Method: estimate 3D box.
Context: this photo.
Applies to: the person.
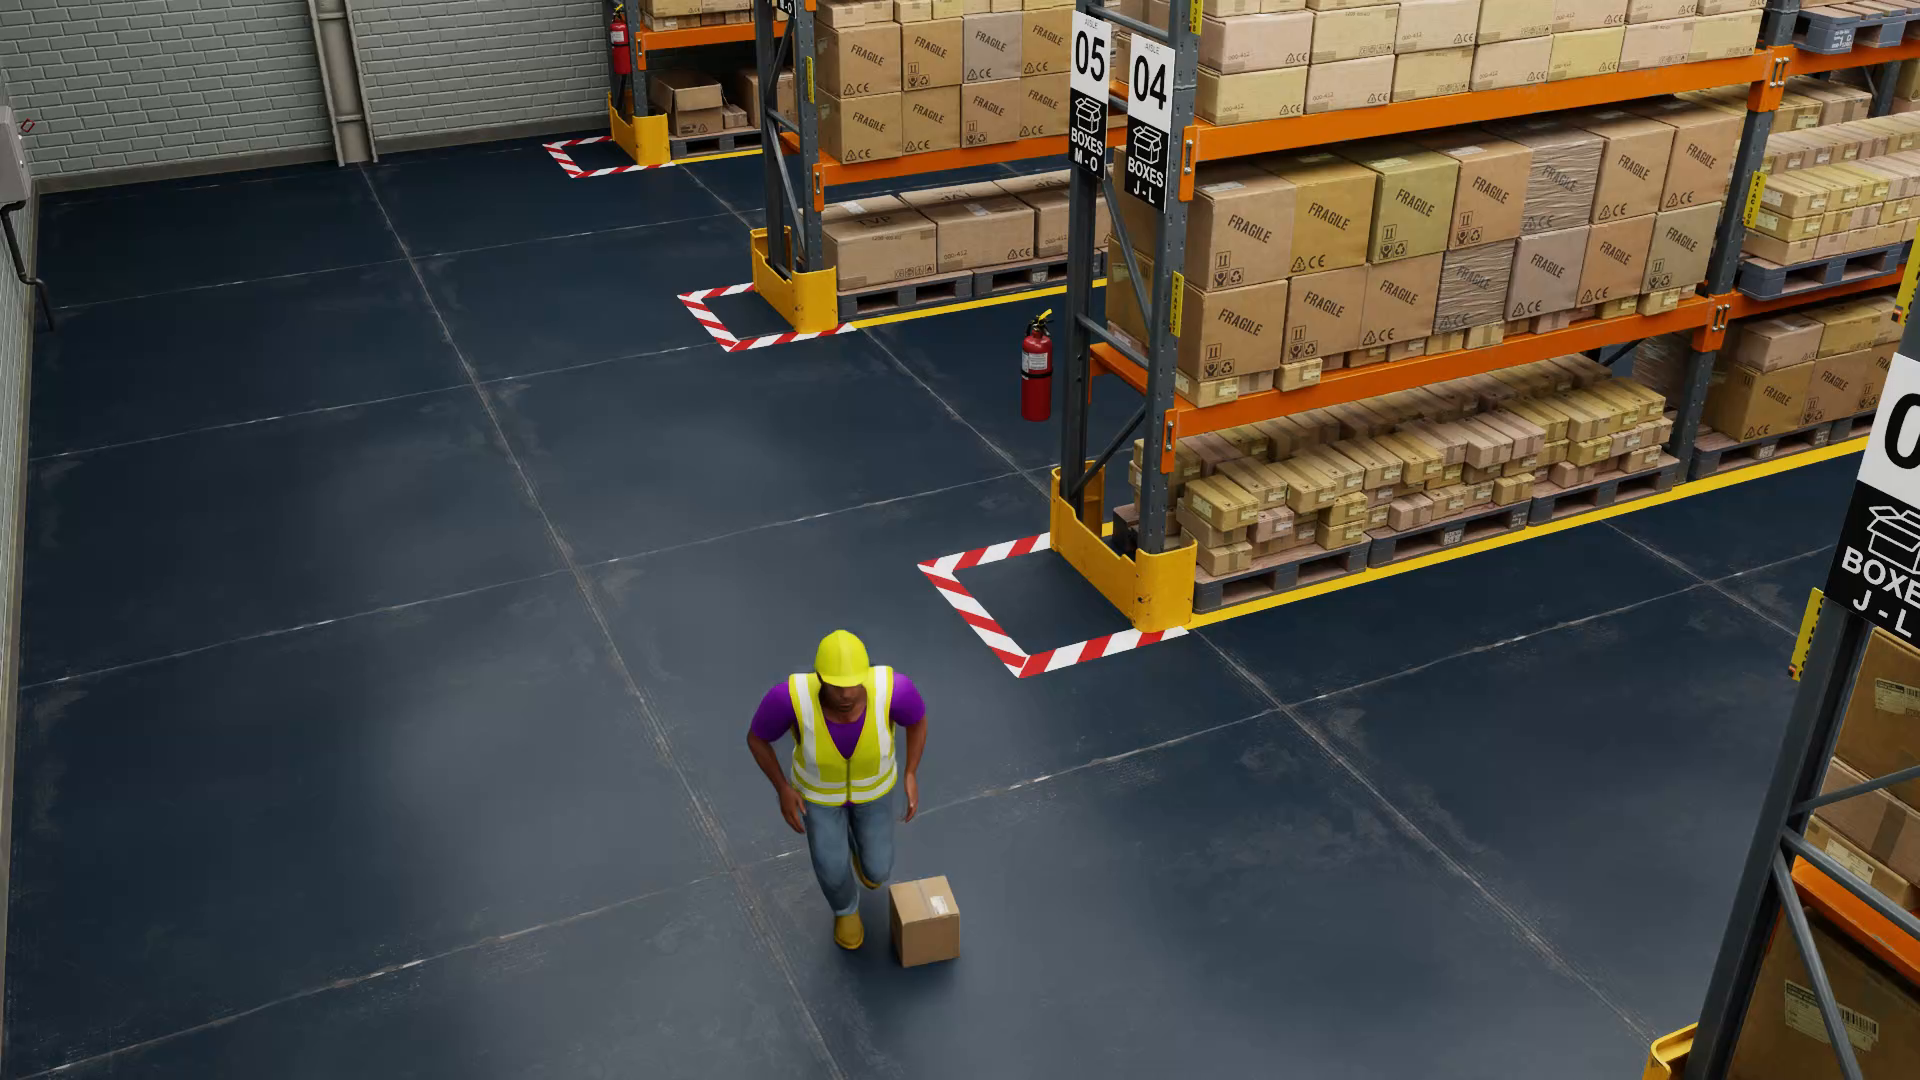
[{"bbox_3d":[-0.492,0.980,6.788,0.725,1.664,0.785,-6,30,-10],"label":"person"}]
